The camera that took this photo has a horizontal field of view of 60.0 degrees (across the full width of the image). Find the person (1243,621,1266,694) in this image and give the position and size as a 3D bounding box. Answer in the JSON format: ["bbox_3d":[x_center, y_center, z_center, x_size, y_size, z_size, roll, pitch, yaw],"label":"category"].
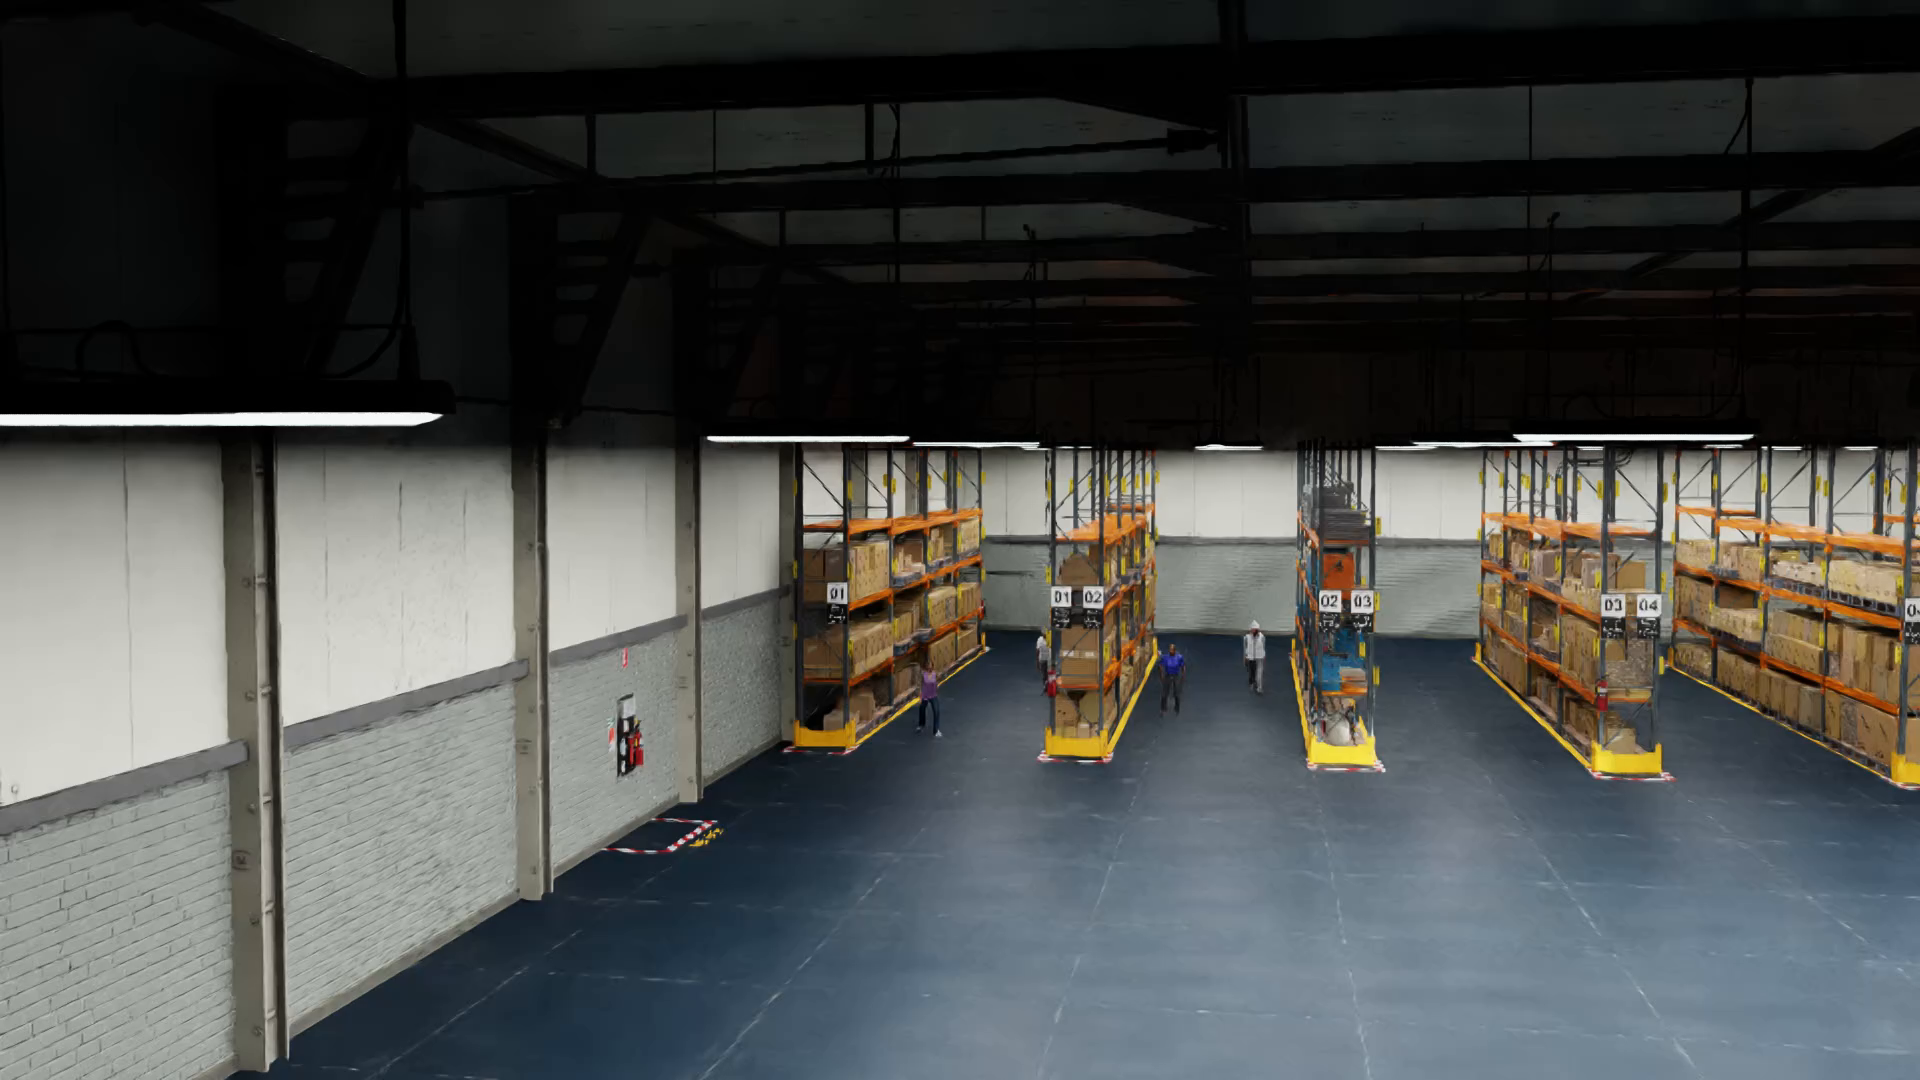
[{"bbox_3d":[6.989,2.758,39.505,0.542,1.672,1.115,1,3,12],"label":"person"}]

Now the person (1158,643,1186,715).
[{"bbox_3d":[4.603,3.029,36.120,0.592,1.581,0.518,0,3,8],"label":"person"}]

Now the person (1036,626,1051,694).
[{"bbox_3d":[2.030,2.823,39.451,0.456,1.589,1.088,1,3,12],"label":"person"}]

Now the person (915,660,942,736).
[{"bbox_3d":[-0.636,3.170,33.612,0.453,1.538,0.880,-1,3,-13],"label":"person"}]
